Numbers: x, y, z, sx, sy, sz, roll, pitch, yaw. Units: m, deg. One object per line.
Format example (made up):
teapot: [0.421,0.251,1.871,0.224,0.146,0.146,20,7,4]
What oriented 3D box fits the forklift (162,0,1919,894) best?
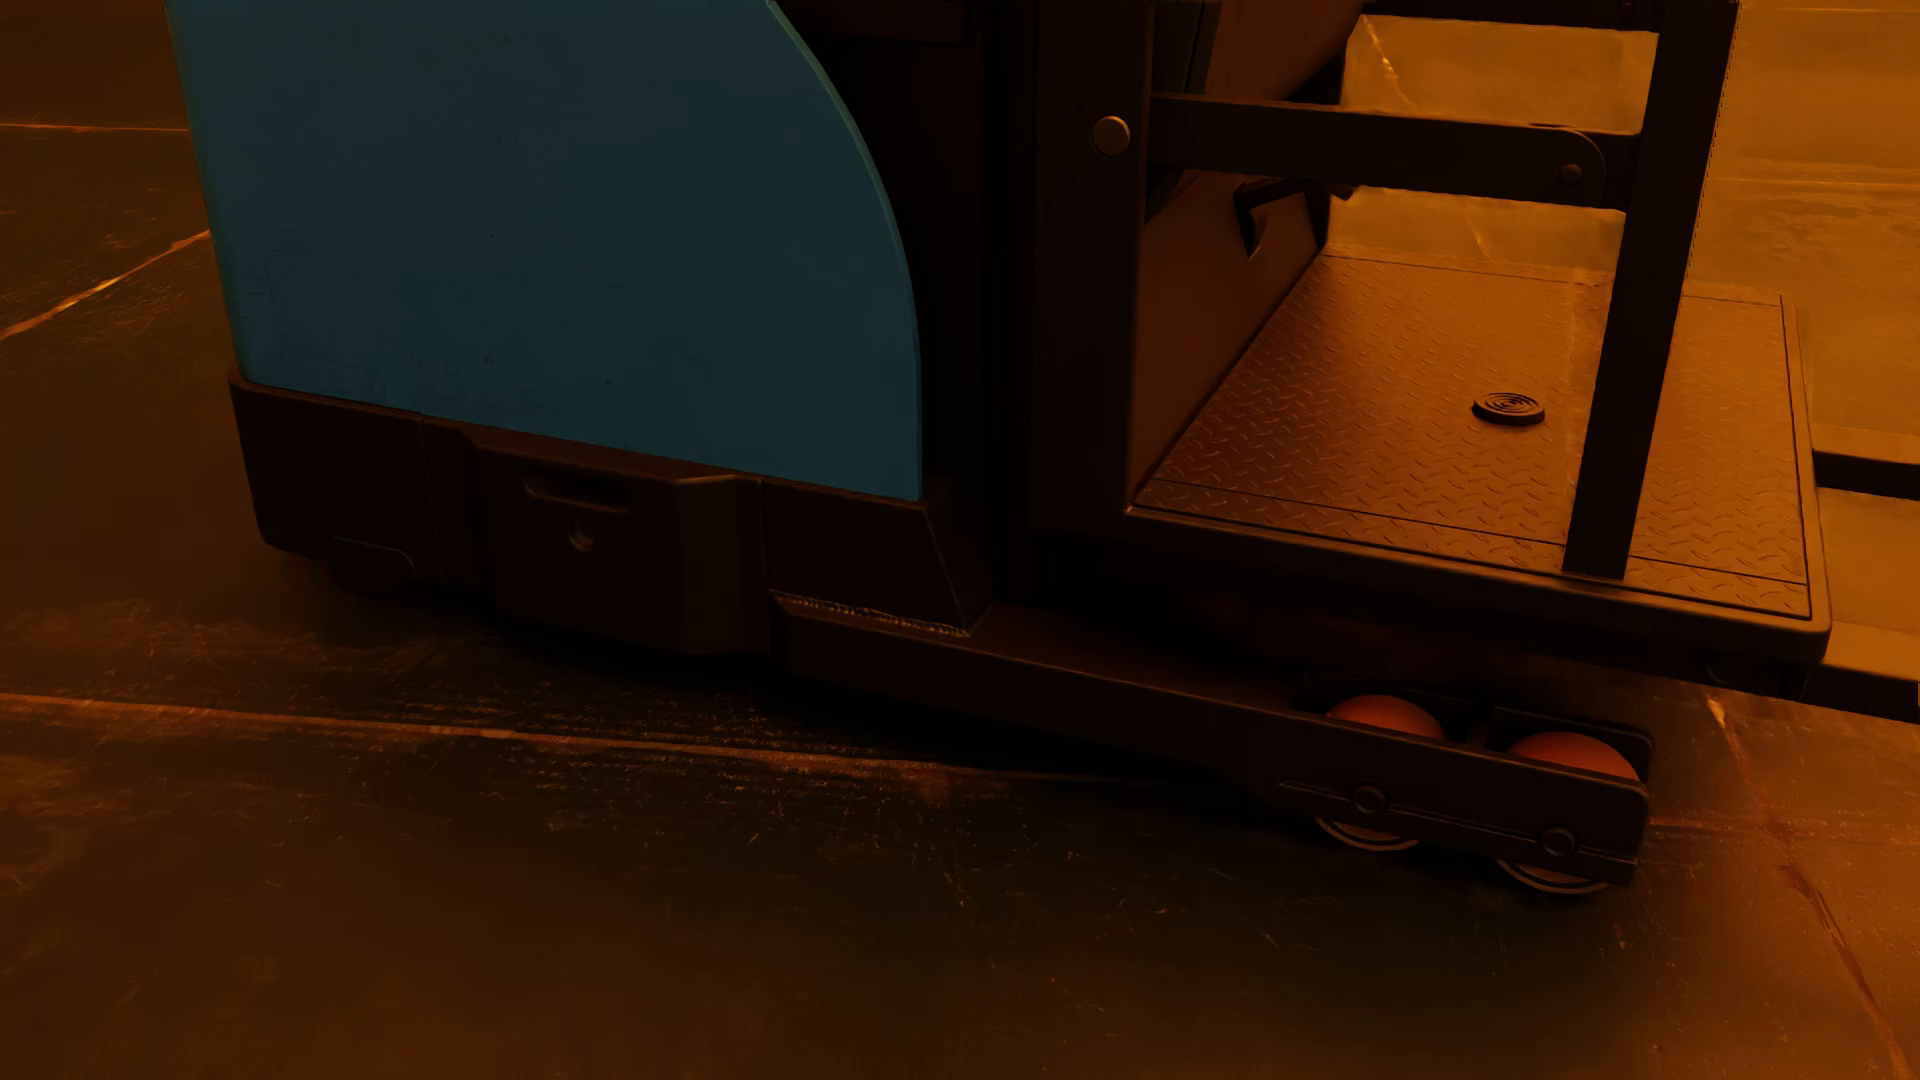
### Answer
forklift: [0.565,-1.209,1.640,3.031,2.935,1.130,10,28,20]
